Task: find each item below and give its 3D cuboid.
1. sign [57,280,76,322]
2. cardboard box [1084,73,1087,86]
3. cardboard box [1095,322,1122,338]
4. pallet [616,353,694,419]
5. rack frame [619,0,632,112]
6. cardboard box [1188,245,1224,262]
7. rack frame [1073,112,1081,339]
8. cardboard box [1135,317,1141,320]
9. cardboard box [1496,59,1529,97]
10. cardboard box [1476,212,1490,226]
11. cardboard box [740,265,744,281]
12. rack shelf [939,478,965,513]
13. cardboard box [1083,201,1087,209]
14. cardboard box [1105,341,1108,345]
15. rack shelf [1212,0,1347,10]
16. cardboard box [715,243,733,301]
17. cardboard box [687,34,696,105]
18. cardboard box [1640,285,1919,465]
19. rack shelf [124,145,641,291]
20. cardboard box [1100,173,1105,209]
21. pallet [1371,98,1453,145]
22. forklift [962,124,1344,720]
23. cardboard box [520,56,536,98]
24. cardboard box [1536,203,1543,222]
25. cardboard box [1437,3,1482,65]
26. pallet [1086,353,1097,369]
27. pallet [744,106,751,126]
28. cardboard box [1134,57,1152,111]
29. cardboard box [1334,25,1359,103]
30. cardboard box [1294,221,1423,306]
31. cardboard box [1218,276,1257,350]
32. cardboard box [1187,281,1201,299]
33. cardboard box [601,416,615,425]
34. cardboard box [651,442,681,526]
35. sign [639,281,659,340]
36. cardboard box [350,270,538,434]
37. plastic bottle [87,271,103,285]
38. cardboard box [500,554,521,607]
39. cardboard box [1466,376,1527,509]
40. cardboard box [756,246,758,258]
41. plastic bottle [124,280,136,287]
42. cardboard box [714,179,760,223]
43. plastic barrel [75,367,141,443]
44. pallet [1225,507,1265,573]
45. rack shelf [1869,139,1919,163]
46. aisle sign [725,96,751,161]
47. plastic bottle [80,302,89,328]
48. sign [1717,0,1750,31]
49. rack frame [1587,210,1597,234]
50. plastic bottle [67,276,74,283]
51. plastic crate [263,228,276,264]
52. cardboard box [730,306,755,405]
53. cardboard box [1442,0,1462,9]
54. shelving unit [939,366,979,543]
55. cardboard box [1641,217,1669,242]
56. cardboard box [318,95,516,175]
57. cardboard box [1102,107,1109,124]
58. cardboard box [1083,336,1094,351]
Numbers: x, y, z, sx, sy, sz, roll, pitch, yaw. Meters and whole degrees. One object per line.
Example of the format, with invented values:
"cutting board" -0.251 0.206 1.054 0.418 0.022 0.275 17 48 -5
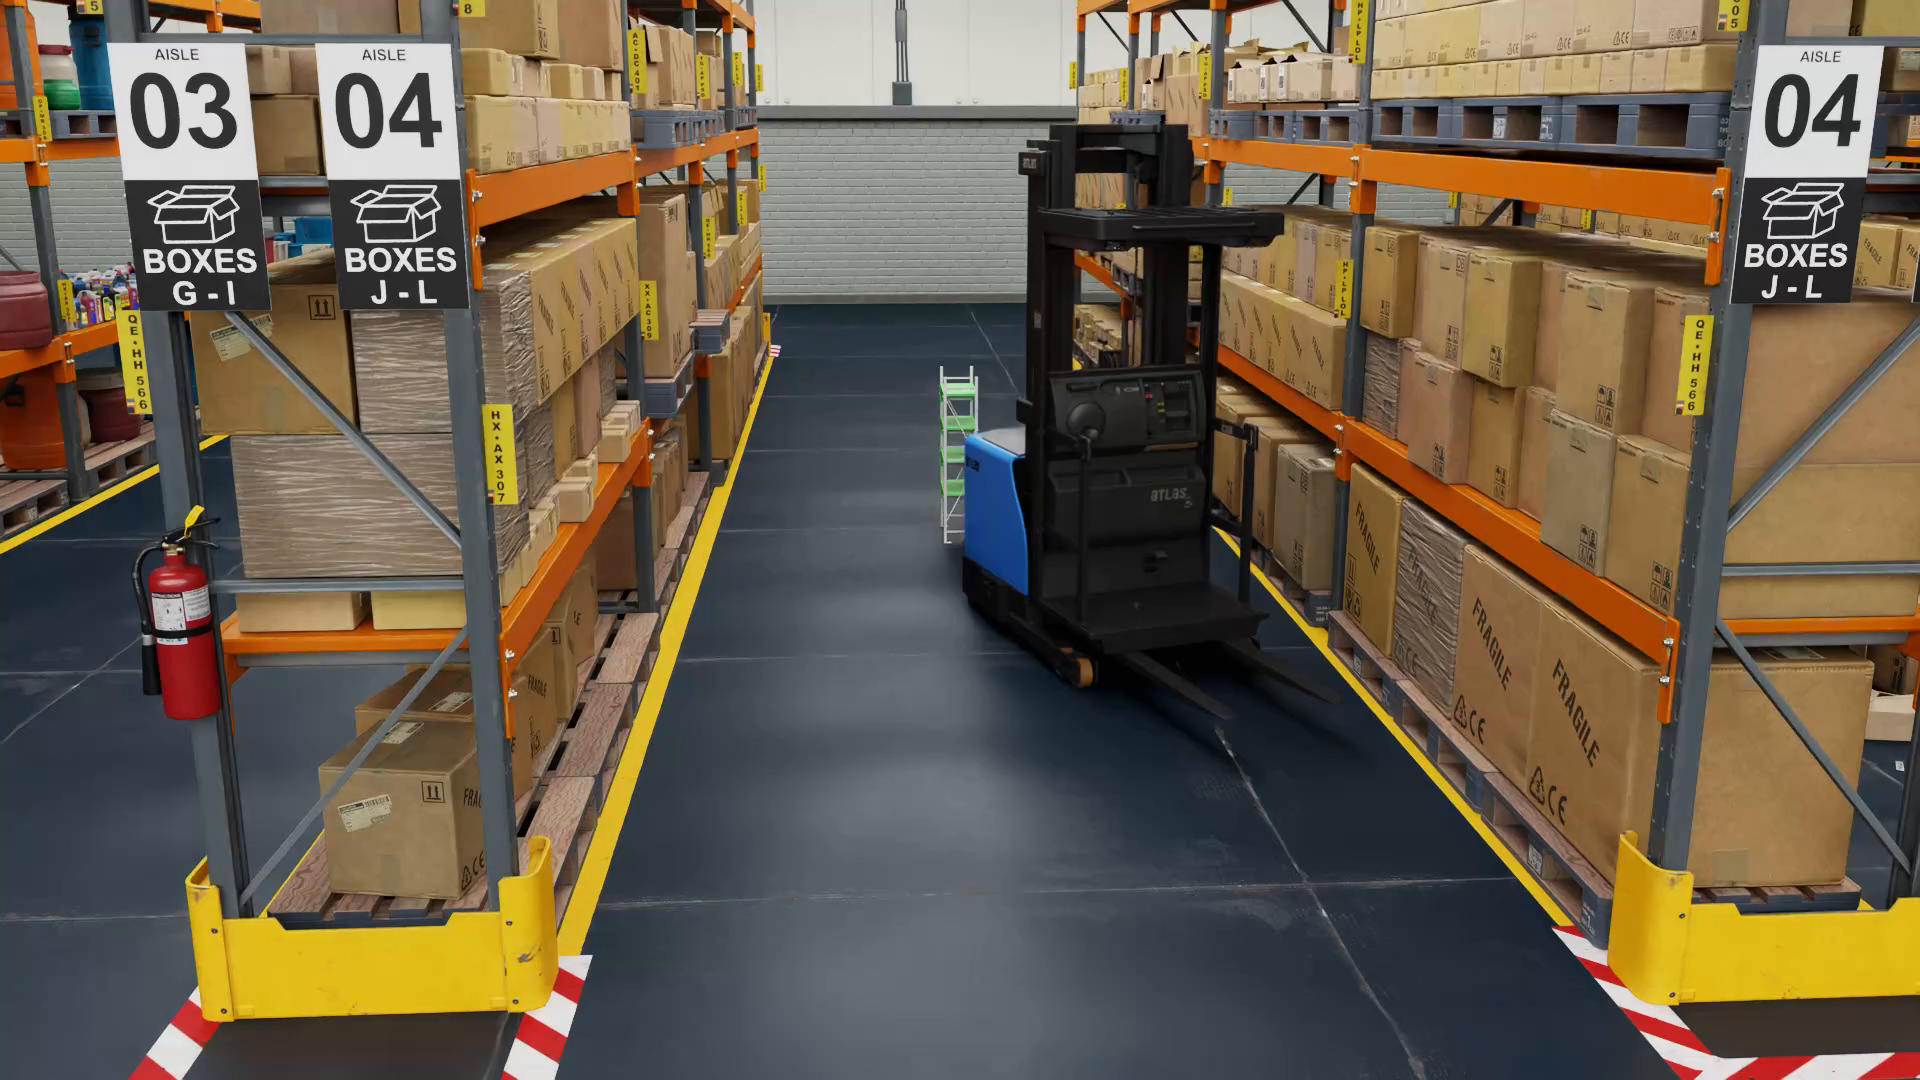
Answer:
"sign" -6.909 -1.848 12.863 0.100 0.325 0.005 -1 14 -3
"cardboard box" 1.681 -5.475 19.765 0.380 0.149 0.250 -1 14 -4
"cardboard box" 1.758 -2.400 19.020 0.380 0.149 0.250 -1 14 -5
"pallet" -2.169 -0.940 10.045 1.003 0.211 1.213 -1 14 -3
"rack frame" -2.267 -3.746 8.526 1.000 3.000 0.127 -1 14 -3
"cardboard box" 1.954 -2.372 13.691 0.380 0.149 0.250 -1 15 -6
"rack frame" 1.946 -3.877 21.073 1.000 3.000 0.127 -1 14 -3
"cardboard box" 2.264 -2.535 19.545 0.380 0.149 0.250 -1 14 -5
"cardboard box" 2.485 -1.937 6.976 0.380 0.149 0.250 -1 14 -3
"cardboard box" 6.683 -3.777 20.487 0.500 0.500 0.500 -1 14 -4
"cardboard box" -2.449 -2.787 17.344 0.380 0.149 0.250 -1 14 -3
"rack shelf" -0.010 -0.328 12.113 0.258 0.148 0.480 -1 14 -3
"cardboard box" 1.757 -3.820 20.057 0.500 0.500 0.500 -1 14 -3
"cardboard box" 1.841 -2.182 18.770 0.380 0.149 0.250 -1 14 -2
"rack shelf" 2.566 -3.753 10.799 1.077 0.370 4.000 -1 14 -3
"cardboard box" -2.398 -2.514 15.575 0.500 0.500 0.500 -1 14 -4
"cardboard box" -2.235 -3.464 12.246 0.500 0.500 0.500 -1 14 -2
"cardboard box" 2.953 -0.586 5.815 0.875 0.550 0.550 -1 14 -3
"rack shelf" -2.143 -1.448 7.057 1.077 0.370 4.000 -1 14 -3
"cardboard box" 1.840 -3.927 18.466 0.500 0.500 0.500 -1 14 -2
"pallet" 2.730 -2.098 8.320 1.003 0.211 1.213 -1 14 -3
"forklift" 1.016 -0.741 9.025 1.130 2.935 3.031 -5 15 -20
"cardboard box" -1.820 -1.747 6.279 0.380 0.149 0.250 -1 14 -4
"cardboard box" 6.759 -3.882 18.886 0.500 0.500 0.500 -1 14 -3
"cardboard box" 2.505 -2.291 7.552 0.500 0.250 0.500 -1 14 -4
"pallet" 2.039 -2.002 19.383 1.003 0.211 1.213 -1 14 -3
"pallet" -2.875 -4.746 18.612 1.003 0.211 1.213 -1 14 -3
"cardboard box" 2.108 -4.490 16.395 0.700 0.500 0.500 -1 14 -3
"cardboard box" 2.829 -3.212 11.226 0.500 0.500 0.500 -1 14 -3
"cardboard box" 2.588 -1.802 10.802 0.700 0.500 0.500 -1 14 -3
"cardboard box" 2.235 -1.693 12.386 0.500 0.500 0.500 -1 14 -4
"cardboard box" 1.953 -2.084 13.769 0.380 0.149 0.250 -1 14 -3
"cardboard box" -1.999 -0.545 8.628 0.380 0.149 0.250 -1 14 -3
"cardboard box" -2.364 -0.393 11.668 0.700 0.500 0.500 0 14 1
"sign" -1.726 -1.270 9.206 0.100 0.325 0.005 -1 14 -3
"cardboard box" -1.781 -0.664 5.781 0.500 0.500 0.500 -1 14 -3
"plastic bottle" -8.000 -2.342 15.360 0.152 0.276 0.135 -1 14 -3
"cardboard box" -1.795 0.139 5.972 0.380 0.149 0.250 -1 14 -3
"cardboard box" 2.830 -0.470 7.534 0.875 0.550 0.500 -1 14 -3
"cardboard box" -2.613 -3.430 19.844 0.380 0.149 0.250 -1 14 -2
"plastic bottle" -7.248 -2.156 14.637 0.152 0.276 0.135 -1 14 -3
"cardboard box" -2.718 -4.143 20.306 0.500 0.500 0.500 -1 14 -3
"plastic barrel" -7.575 -1.197 14.655 0.600 0.588 0.708 -1 14 -3
"pallet" 2.488 -0.037 11.745 1.003 0.211 1.213 -1 14 -3
"rack shelf" 7.500 -2.595 11.518 1.077 0.370 4.000 -1 14 -3
"aisle sign" -2.715 -5.107 20.637 0.394 0.787 0.004 -1 14 -3
"plastic bottle" -7.148 -1.829 13.513 0.097 0.201 0.097 0 14 0
"sign" 2.395 -1.736 5.114 0.100 0.325 0.005 -1 14 -3
"rack frame" 7.129 -2.983 17.601 1.000 3.000 0.127 -1 14 -3
"plastic bottle" -8.000 -2.229 14.928 0.097 0.271 0.097 0 14 0
"plastic crate" -7.511 -3.040 17.572 0.402 0.464 0.583 -1 14 -3
"cardboard box" -2.703 -1.846 16.602 1.225 0.875 0.875 -1 14 -3
"cardboard box" 2.438 -2.512 7.610 0.380 0.149 0.250 -1 14 -3
"shelving unit" -0.010 -0.622 12.037 0.258 1.200 0.503 -1 14 -3
"cardboard box" 6.957 -3.151 16.047 0.500 0.500 0.500 -1 14 -5
"cardboard box" -1.791 -1.350 5.534 0.500 0.250 0.500 0 14 -2
"cardboard box" 1.843 -4.630 18.284 0.500 0.250 0.500 -1 14 -4
"cardboard box" 1.686 -2.373 20.109 0.380 0.149 0.250 -1 14 -3
